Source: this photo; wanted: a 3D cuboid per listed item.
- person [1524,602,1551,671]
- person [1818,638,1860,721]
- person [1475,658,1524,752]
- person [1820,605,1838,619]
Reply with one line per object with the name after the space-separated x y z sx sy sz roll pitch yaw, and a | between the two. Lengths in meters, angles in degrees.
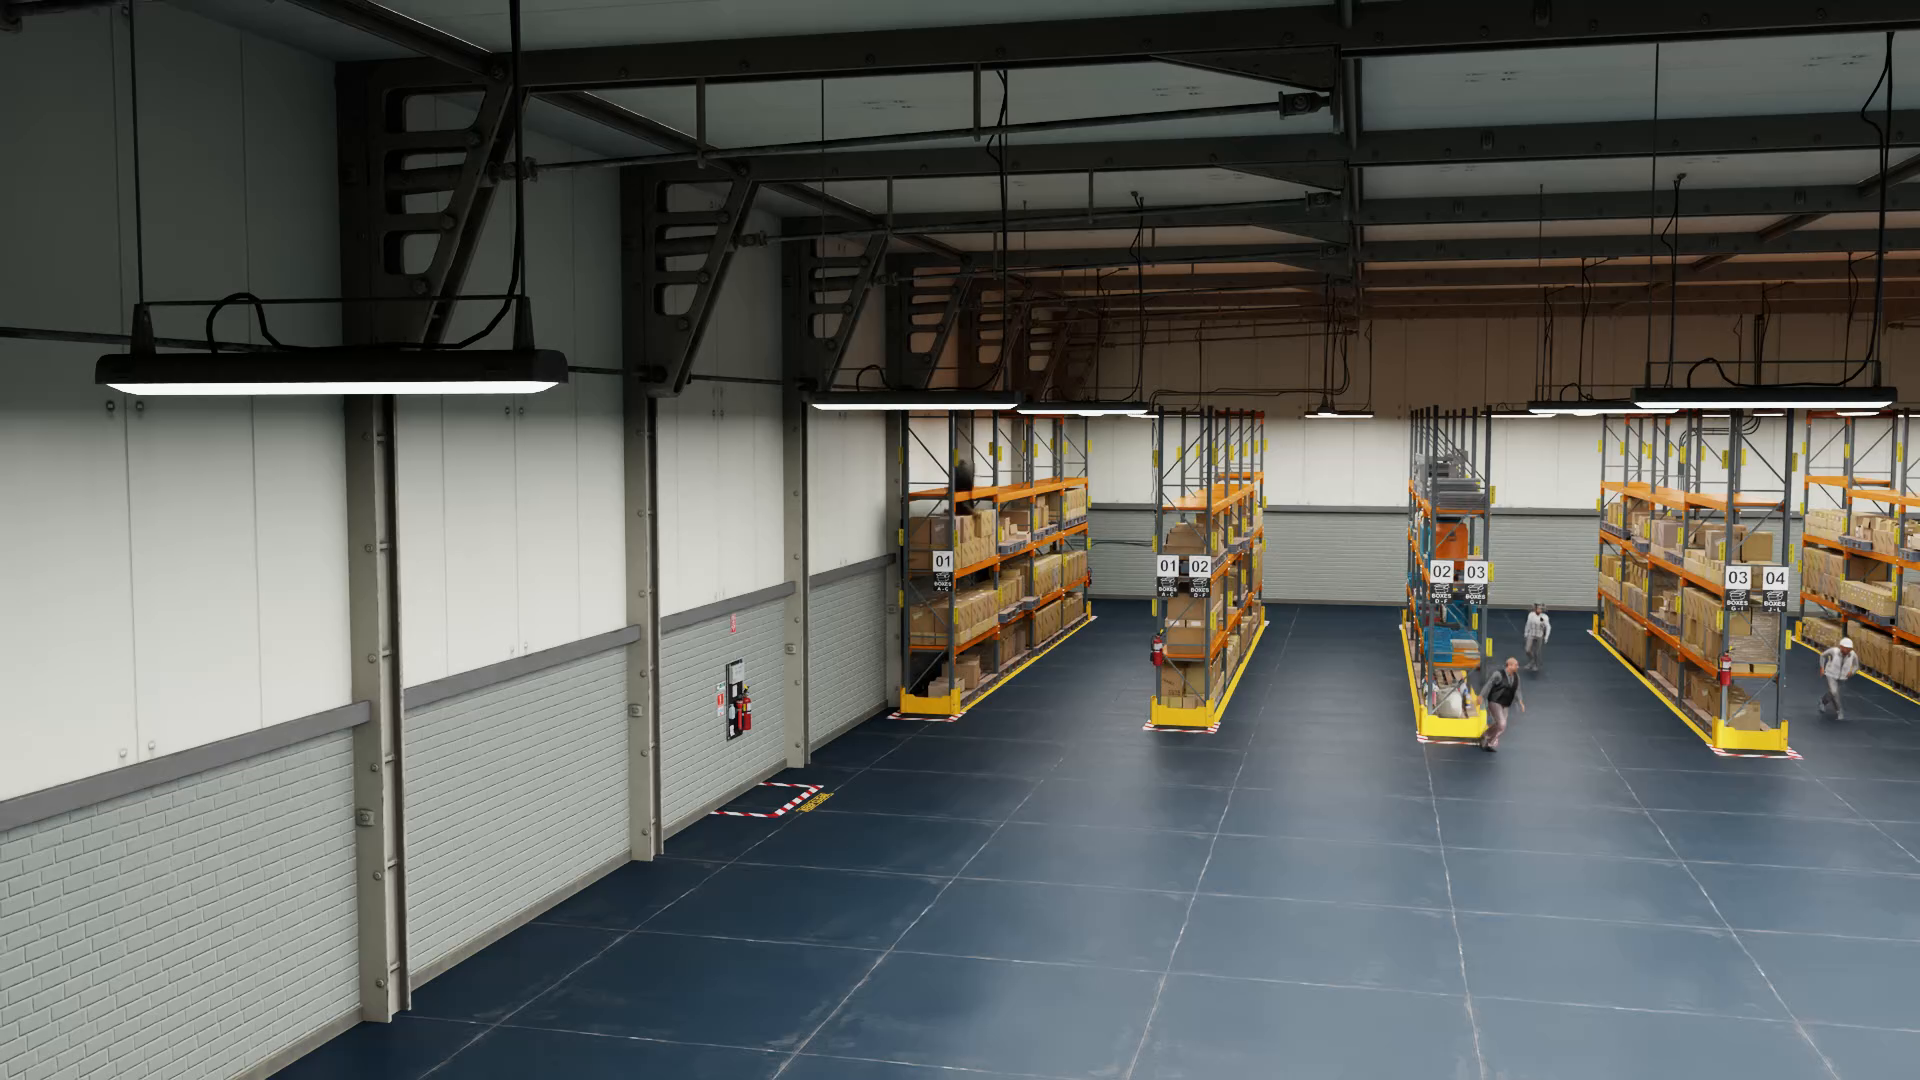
13.110 2.202 37.776 0.608 1.612 0.659 2 4 24 | person
16.904 2.638 32.067 0.647 1.604 1.119 1 4 7 | person
9.320 2.837 28.646 0.677 1.650 0.726 -2 5 -29 | person
23.700 1.607 45.150 0.696 1.785 0.646 -1 4 -13 | person
